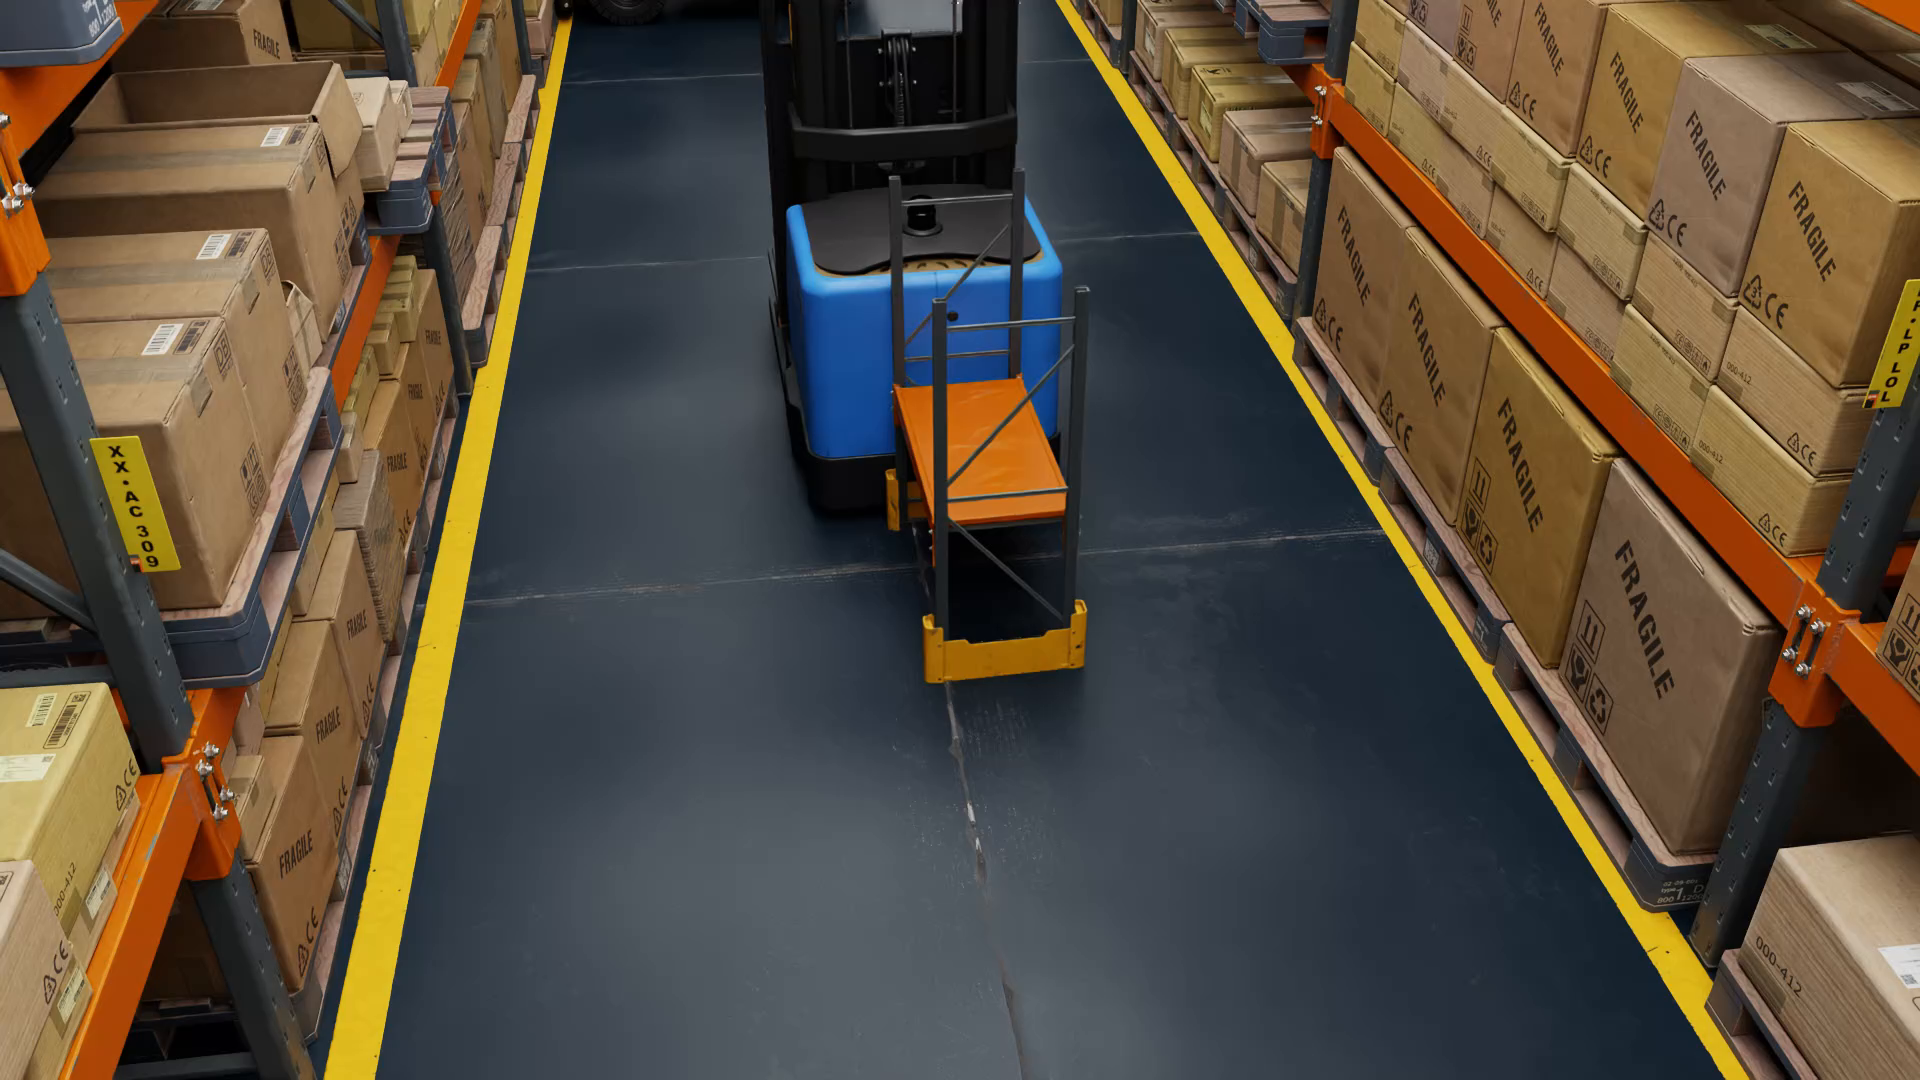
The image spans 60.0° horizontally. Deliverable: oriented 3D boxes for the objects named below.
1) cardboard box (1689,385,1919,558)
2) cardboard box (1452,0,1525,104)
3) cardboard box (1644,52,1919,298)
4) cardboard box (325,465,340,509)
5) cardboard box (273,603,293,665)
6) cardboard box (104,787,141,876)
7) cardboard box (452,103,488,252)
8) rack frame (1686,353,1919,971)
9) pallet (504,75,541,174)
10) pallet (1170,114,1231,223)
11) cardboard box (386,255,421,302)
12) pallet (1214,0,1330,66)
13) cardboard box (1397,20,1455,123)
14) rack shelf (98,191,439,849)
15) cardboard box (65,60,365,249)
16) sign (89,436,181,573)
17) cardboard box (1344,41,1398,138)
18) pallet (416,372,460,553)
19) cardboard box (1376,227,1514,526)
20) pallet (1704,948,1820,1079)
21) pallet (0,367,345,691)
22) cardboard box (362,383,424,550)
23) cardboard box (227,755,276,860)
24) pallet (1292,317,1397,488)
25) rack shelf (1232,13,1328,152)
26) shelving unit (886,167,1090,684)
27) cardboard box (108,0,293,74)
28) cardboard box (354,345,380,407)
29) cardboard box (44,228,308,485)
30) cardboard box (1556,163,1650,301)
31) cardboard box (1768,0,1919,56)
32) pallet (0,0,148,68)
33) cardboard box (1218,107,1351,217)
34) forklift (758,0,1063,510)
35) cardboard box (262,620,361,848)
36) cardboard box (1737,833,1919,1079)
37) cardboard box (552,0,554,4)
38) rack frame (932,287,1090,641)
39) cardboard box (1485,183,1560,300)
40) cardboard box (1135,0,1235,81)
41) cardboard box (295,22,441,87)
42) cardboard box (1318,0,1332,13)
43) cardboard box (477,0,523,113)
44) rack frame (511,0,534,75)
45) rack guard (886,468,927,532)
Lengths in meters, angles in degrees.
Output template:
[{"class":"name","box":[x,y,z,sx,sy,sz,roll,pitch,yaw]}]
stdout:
[{"class":"cardboard box","box":[2.374,-0.214,4.533,0.500,0.250,0.500,-5,35,-8]},{"class":"cardboard box","box":[2.101,-1.871,5.856,0.500,0.500,0.500,-3,34,-5]},{"class":"cardboard box","box":[2.298,-1.017,4.603,0.500,0.500,0.500,-4,34,-5]},{"class":"cardboard box","box":[-2.322,-0.168,5.603,0.380,0.149,0.250,-4,35,-6]},{"class":"cardboard box","box":[-2.229,0.262,4.973,0.380,0.149,0.250,-5,35,-7]},{"class":"cardboard box","box":[-1.941,0.596,3.435,0.380,0.149,0.250,-4,34,-6]},{"class":"cardboard box","box":[-2.938,-1.804,8.469,0.875,0.625,0.625,-3,34,-5]},{"class":"rack frame","box":[2.684,-0.044,4.152,1.000,3.000,0.127,-4,35,-6]},{"class":"pallet","box":[-3.172,-2.570,10.334,1.003,0.211,1.213,-4,35,-6]},{"class":"pallet","box":[1.882,-2.240,9.849,1.003,0.211,1.213,-4,35,-6]},{"class":"cardboard box","box":[-2.455,-1.051,6.899,0.380,0.149,0.250,-6,35,-9]},{"class":"pallet","box":[1.945,-2.587,8.053,1.213,0.211,1.003,-4,35,-6]},{"class":"cardboard box","box":[2.038,-1.831,6.463,0.500,0.250,0.500,-4,34,-5]},{"class":"rack shelf","box":[-2.503,-0.485,5.437,1.077,0.370,4.000,-4,35,-6]},{"class":"cardboard box","box":[-2.369,-1.218,5.409,0.797,0.503,0.637,-5,35,-7]},{"class":"sign","box":[-1.697,-0.070,3.420,0.100,0.325,0.005,-4,35,-6]},{"class":"cardboard box","box":[1.963,-1.922,7.041,0.500,0.250,0.500,-5,35,-7]},{"class":"pallet","box":[-2.709,-0.327,7.042,1.003,0.211,1.213,-4,35,-6]},{"class":"cardboard box","box":[2.272,-0.682,6.601,0.875,0.875,0.875,-4,34,-6]},{"class":"pallet","box":[2.709,1.538,4.306,1.003,0.211,1.213,-4,35,-6]},{"class":"pallet","box":[-2.233,-0.041,4.317,1.003,0.211,1.213,-4,35,-6]},{"class":"cardboard box","box":[-2.372,-0.248,6.296,0.500,0.500,0.500,-3,34,-4]},{"class":"cardboard box","box":[-2.019,0.705,4.323,0.380,0.149,0.250,-3,34,-4]},{"class":"pallet","box":[2.177,-0.679,7.558,1.003,0.211,1.213,-4,35,-6]},{"class":"rack shelf","box":[1.877,-3.095,9.267,1.077,0.370,4.000,-4,35,-6]},{"class":"shelving unit","box":[0.077,-0.426,6.043,0.587,1.500,1.083,-6,35,-8]},{"class":"cardboard box","box":[-2.858,-1.814,6.287,0.500,0.500,0.500,-3,34,-4]},{"class":"cardboard box","box":[-2.405,-0.600,6.237,0.380,0.149,0.250,-3,34,-5]},{"class":"cardboard box","box":[-2.147,-0.457,4.296,0.700,0.500,0.500,-4,34,-6]},{"class":"cardboard box","box":[2.234,-0.984,5.219,0.500,0.250,0.500,-4,34,-5]},{"class":"cardboard box","box":[2.749,-1.328,5.059,0.500,0.500,0.500,-5,35,-8]},{"class":"pallet","box":[-2.252,-1.198,3.347,1.213,0.211,1.003,-4,35,-6]},{"class":"cardboard box","box":[1.973,-2.091,9.116,0.950,0.372,0.625,-5,35,-7]},{"class":"forklift","box":[-0.340,-2.156,7.311,1.130,2.935,3.031,-6,35,-8]},{"class":"cardboard box","box":[-2.158,0.610,5.039,0.500,0.500,0.500,-5,35,-7]},{"class":"cardboard box","box":[2.662,1.199,4.229,0.875,0.438,0.875,-5,35,-7]},{"class":"cardboard box","box":[-3.215,-4.031,12.070,0.500,0.250,0.500,-4,34,-6]},{"class":"rack frame","box":[0.161,-0.149,5.637,0.500,1.500,0.032,-6,35,-8]},{"class":"cardboard box","box":[2.184,-1.069,5.788,0.500,0.250,0.500,-4,35,-6]},{"class":"cardboard box","box":[1.681,-3.304,10.895,0.950,0.372,0.625,-4,34,-6]},{"class":"cardboard box","box":[-2.590,-2.103,7.305,0.500,0.250,0.500,-4,35,-6]},{"class":"cardboard box","box":[1.869,-2.511,7.622,0.380,0.149,0.250,-3,34,-5]},{"class":"cardboard box","box":[-3.229,-3.033,10.272,0.875,0.625,0.625,-3,34,-4]},{"class":"rack frame","box":[-3.310,-4.131,10.148,1.000,3.000,0.127,-4,35,-6]},{"class":"rack guard","box":[-0.007,-0.186,6.801,0.587,0.250,0.087,-6,35,-8]}]
